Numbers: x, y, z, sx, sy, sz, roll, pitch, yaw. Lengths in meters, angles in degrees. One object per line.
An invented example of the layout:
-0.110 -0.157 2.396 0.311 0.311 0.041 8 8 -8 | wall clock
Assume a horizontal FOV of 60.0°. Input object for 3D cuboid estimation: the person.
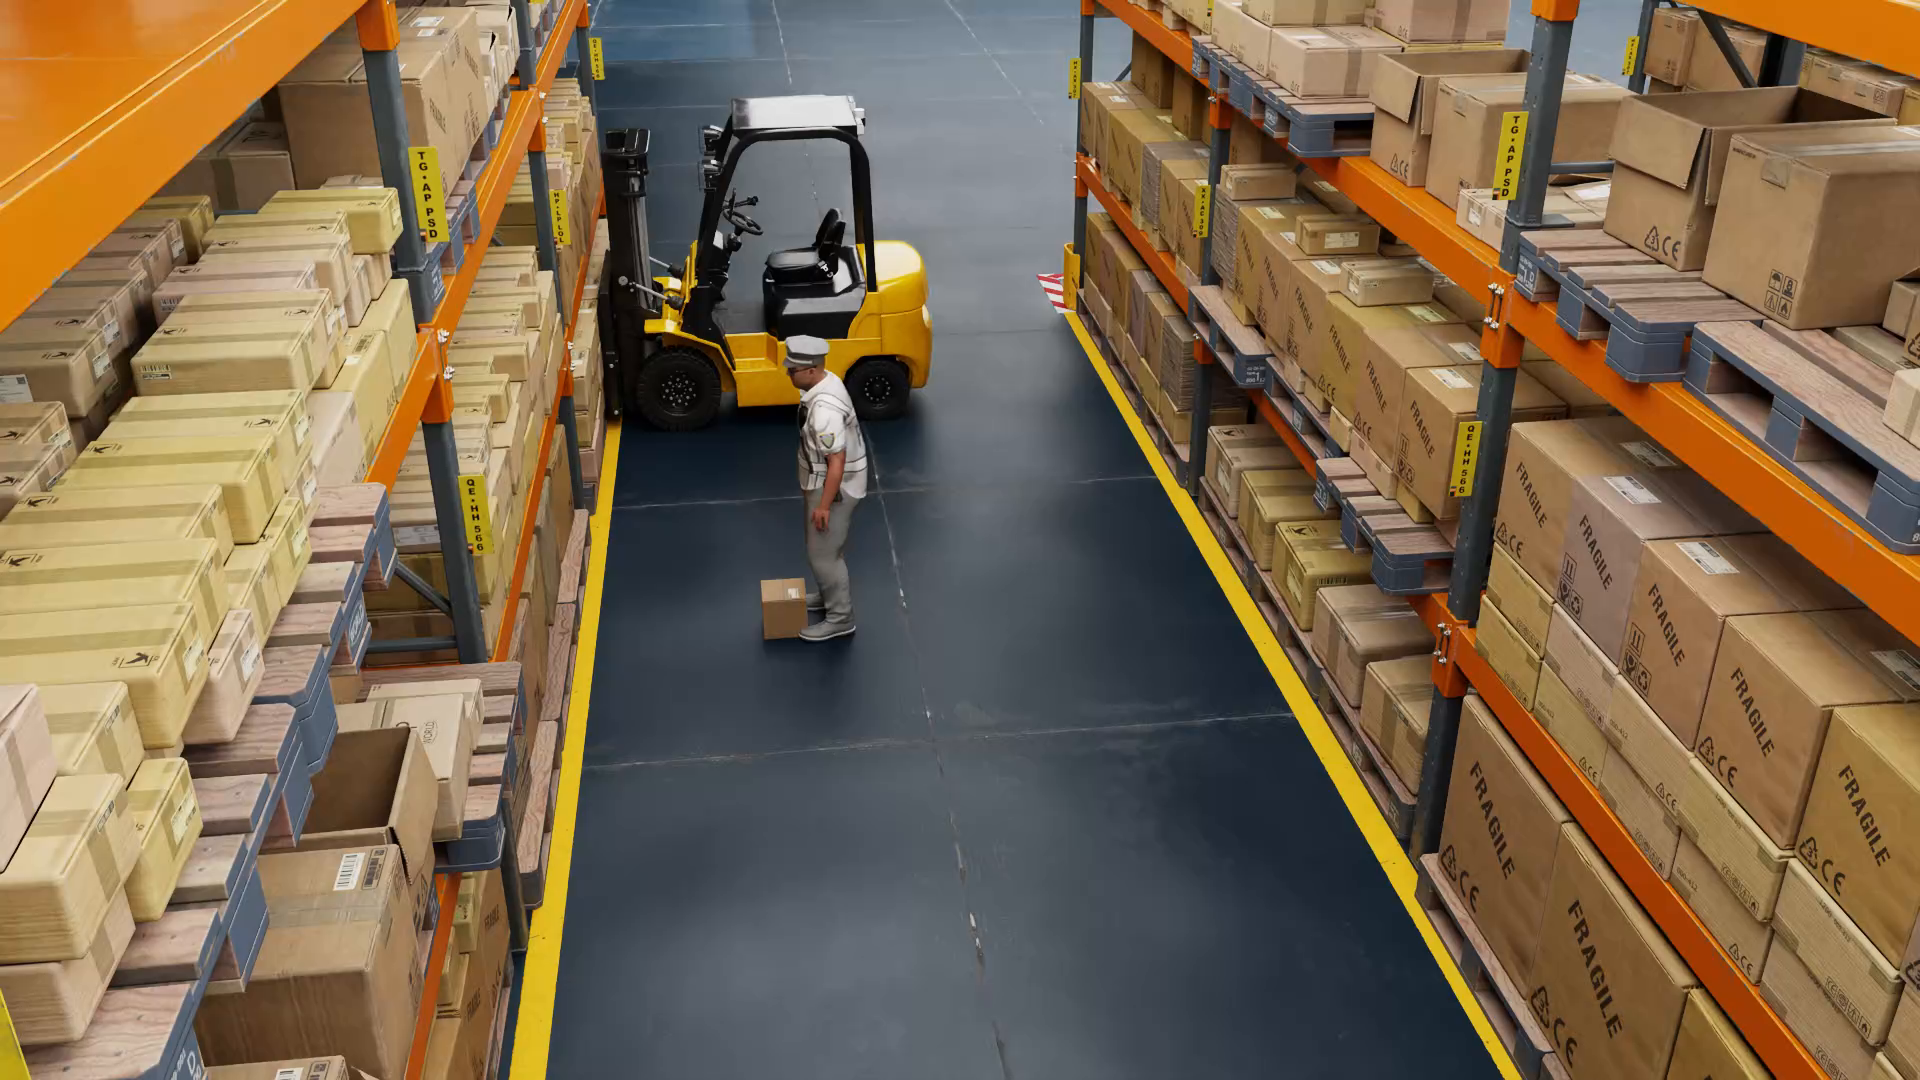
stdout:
-0.732 -0.296 9.189 0.430 1.748 0.599 -4 27 -9 | person
